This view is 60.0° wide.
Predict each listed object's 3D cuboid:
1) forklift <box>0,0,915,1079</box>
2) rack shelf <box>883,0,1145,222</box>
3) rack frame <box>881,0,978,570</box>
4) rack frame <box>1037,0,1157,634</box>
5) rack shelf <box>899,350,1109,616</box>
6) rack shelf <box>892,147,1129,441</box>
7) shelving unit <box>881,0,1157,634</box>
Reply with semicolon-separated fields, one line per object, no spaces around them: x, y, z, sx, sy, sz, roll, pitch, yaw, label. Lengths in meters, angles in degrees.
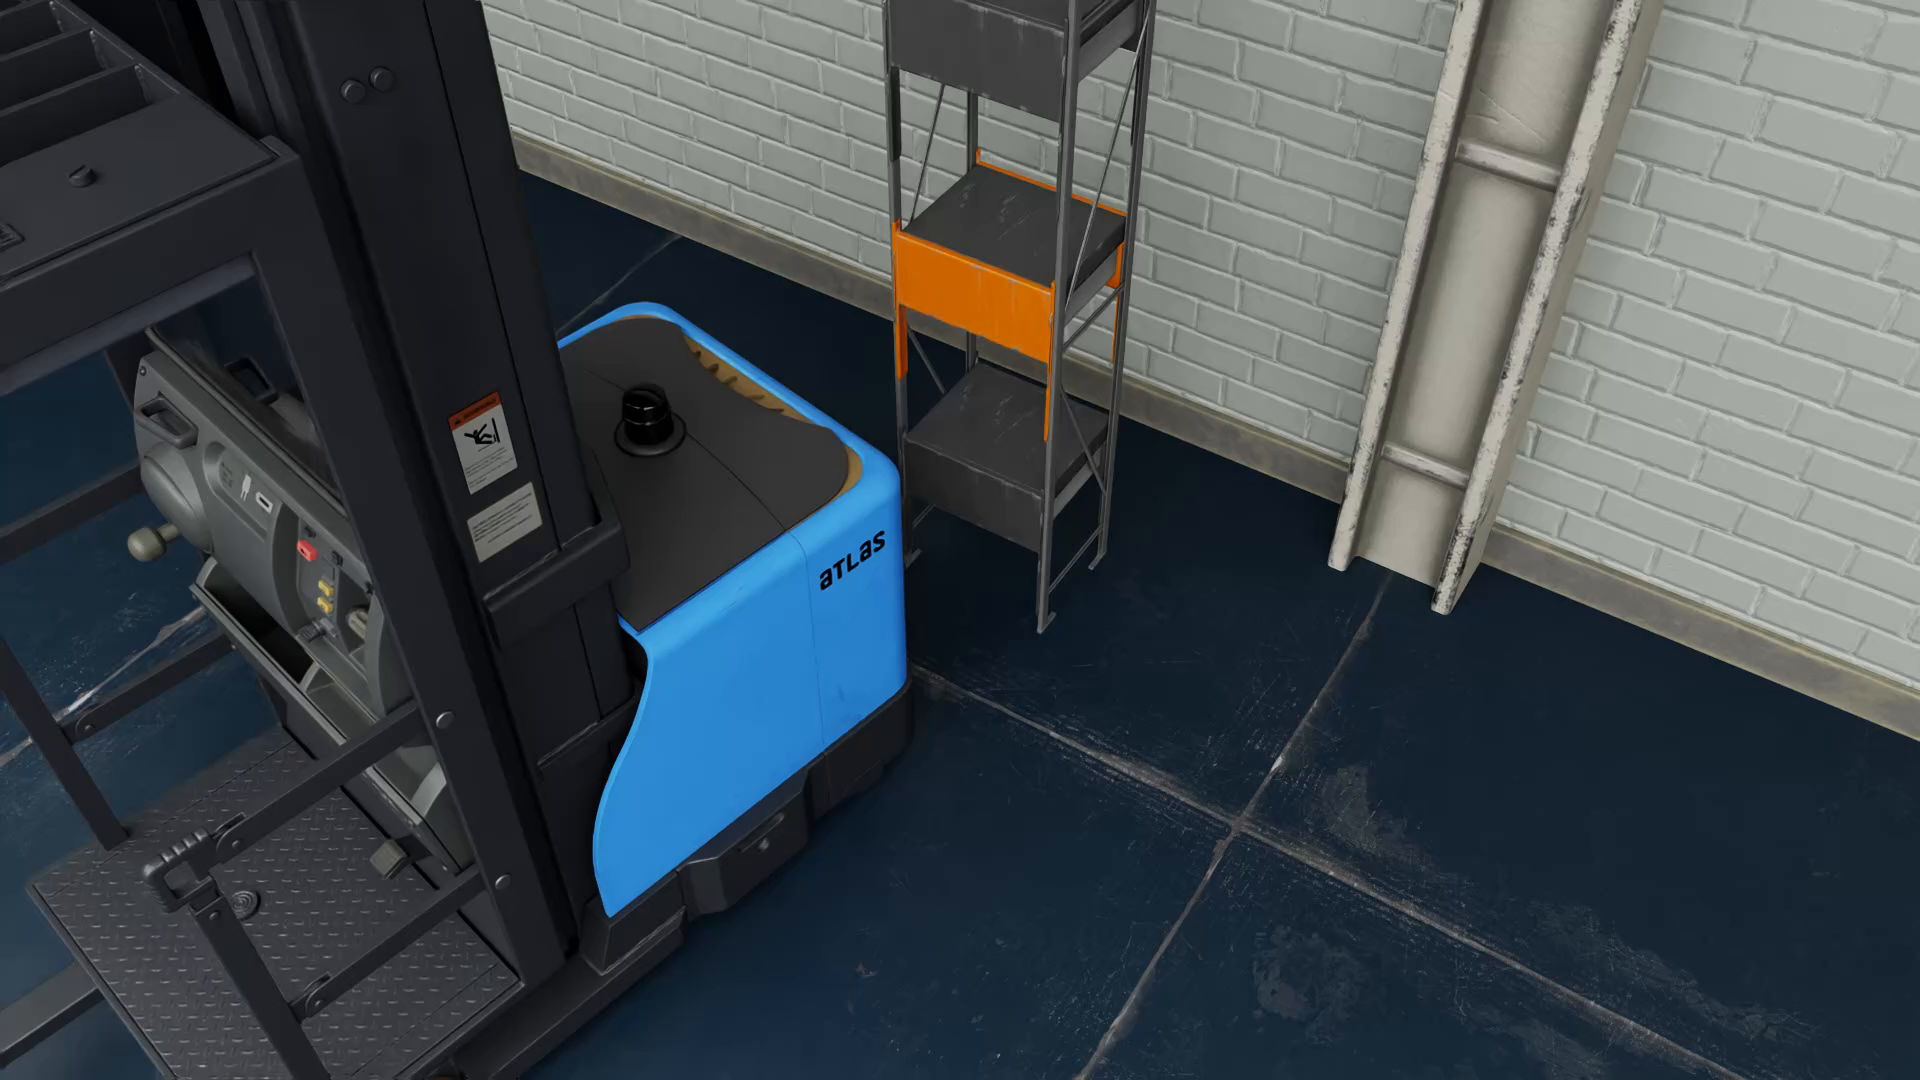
-1.513;0.071;3.137;1.130;2.935;3.031;35;55;29;forklift
0.139;-1.146;3.942;0.480;0.518;0.431;25;51;22;rack shelf
-0.066;-0.762;4.526;0.015;2.100;0.400;25;51;22;rack frame
0.345;-0.573;4.343;0.015;2.100;0.400;25;51;22;rack frame
0.139;-0.170;4.946;0.480;0.518;0.431;25;51;22;rack shelf
0.139;-0.658;4.444;0.480;0.518;0.431;25;51;22;rack shelf
0.139;-0.668;4.435;0.503;2.100;0.431;25;51;22;shelving unit
